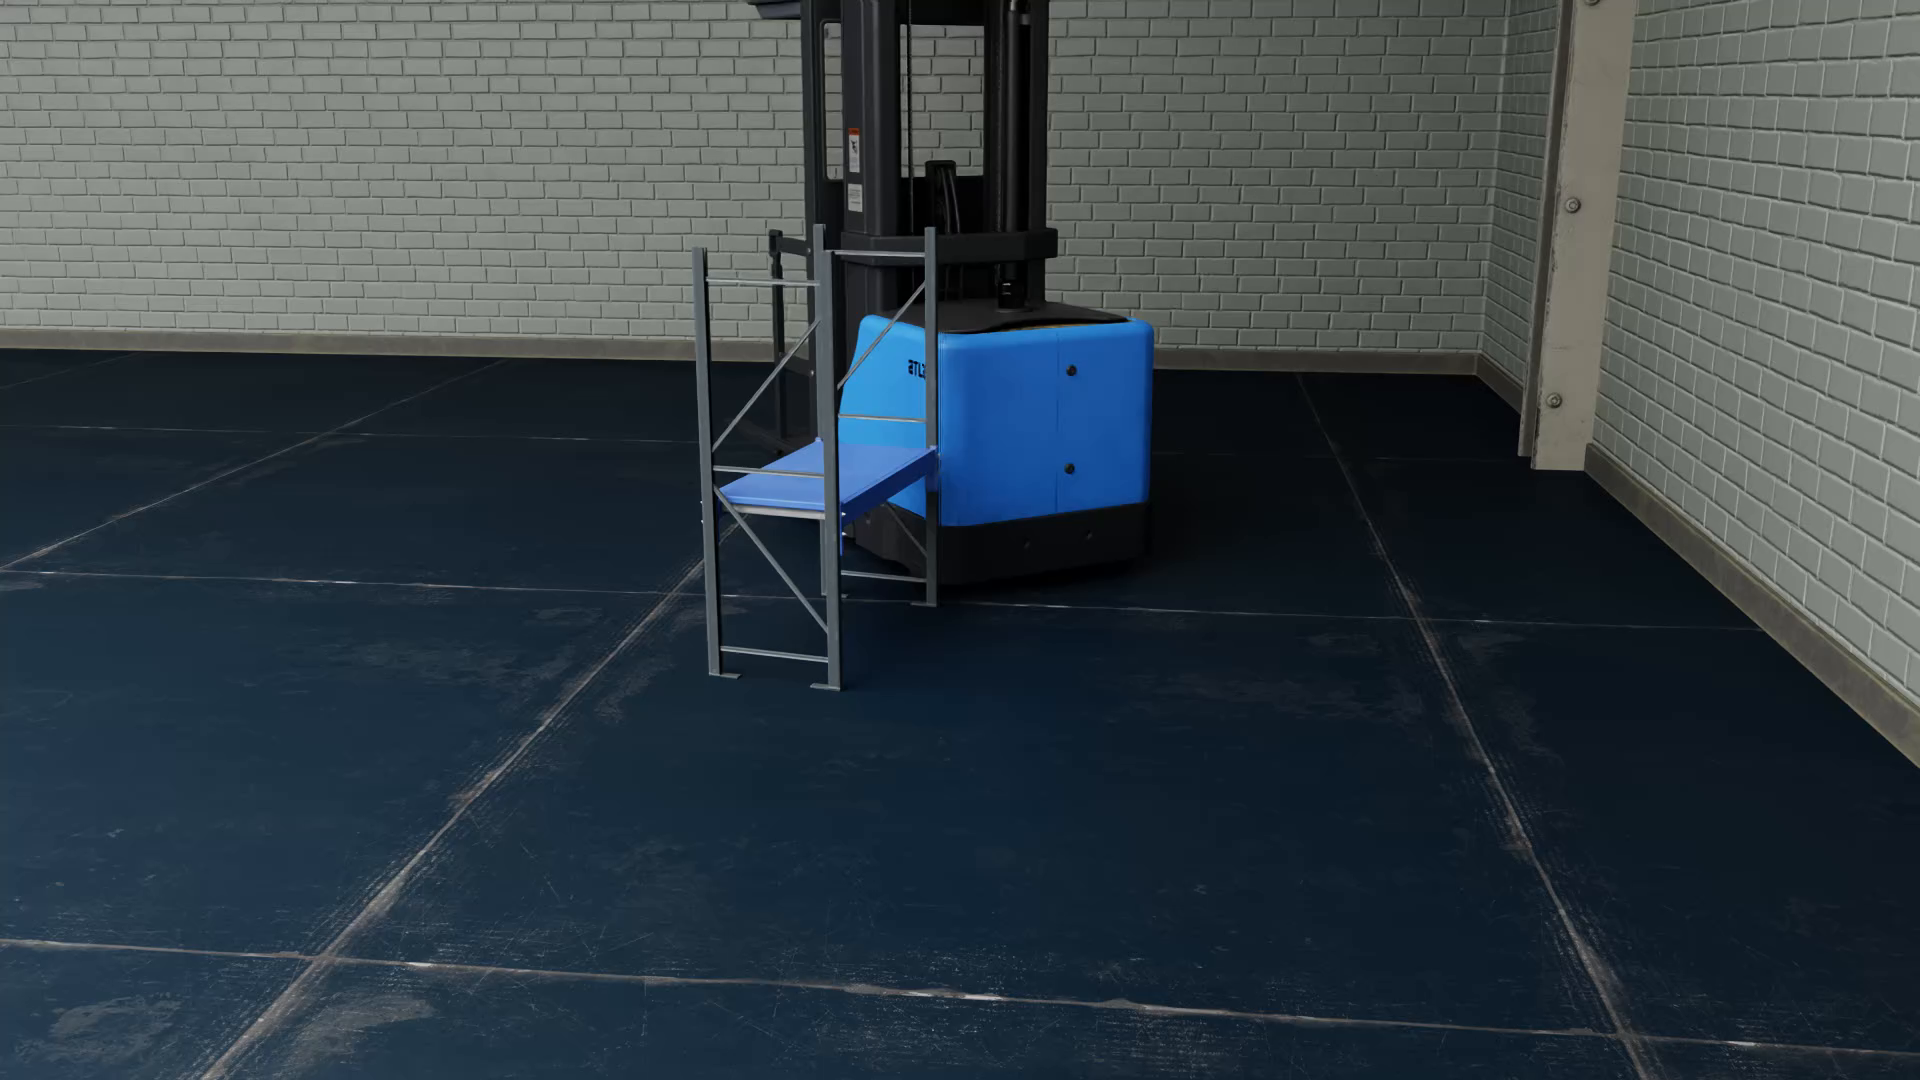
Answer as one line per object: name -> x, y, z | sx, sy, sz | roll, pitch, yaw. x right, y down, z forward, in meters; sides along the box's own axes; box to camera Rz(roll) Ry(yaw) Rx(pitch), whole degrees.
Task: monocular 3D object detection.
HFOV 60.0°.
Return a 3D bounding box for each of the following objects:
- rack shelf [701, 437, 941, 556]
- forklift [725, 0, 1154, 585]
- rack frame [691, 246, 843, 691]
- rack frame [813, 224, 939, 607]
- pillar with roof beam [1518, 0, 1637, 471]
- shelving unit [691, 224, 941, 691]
rack shelf -> -0.486, -0.178, 6.138 | 0.538, 0.185, 1.000 | 5, 16, 18
forklift -> -0.311, -1.567, 7.842 | 1.130, 2.935, 3.031 | -8, 17, -27
rack frame -> -0.646, -0.226, 5.625 | 0.500, 1.500, 0.032 | 5, 16, 18
rack frame -> -0.326, -0.478, 6.557 | 0.500, 1.500, 0.032 | 5, 16, 18
pillar with roof beam -> -0.971, -4.905, 8.562 | 9.100, 9.000, 0.400 | 2, 15, 6
shelving unit -> -0.486, -0.352, 6.091 | 0.538, 1.500, 1.048 | 5, 16, 18
